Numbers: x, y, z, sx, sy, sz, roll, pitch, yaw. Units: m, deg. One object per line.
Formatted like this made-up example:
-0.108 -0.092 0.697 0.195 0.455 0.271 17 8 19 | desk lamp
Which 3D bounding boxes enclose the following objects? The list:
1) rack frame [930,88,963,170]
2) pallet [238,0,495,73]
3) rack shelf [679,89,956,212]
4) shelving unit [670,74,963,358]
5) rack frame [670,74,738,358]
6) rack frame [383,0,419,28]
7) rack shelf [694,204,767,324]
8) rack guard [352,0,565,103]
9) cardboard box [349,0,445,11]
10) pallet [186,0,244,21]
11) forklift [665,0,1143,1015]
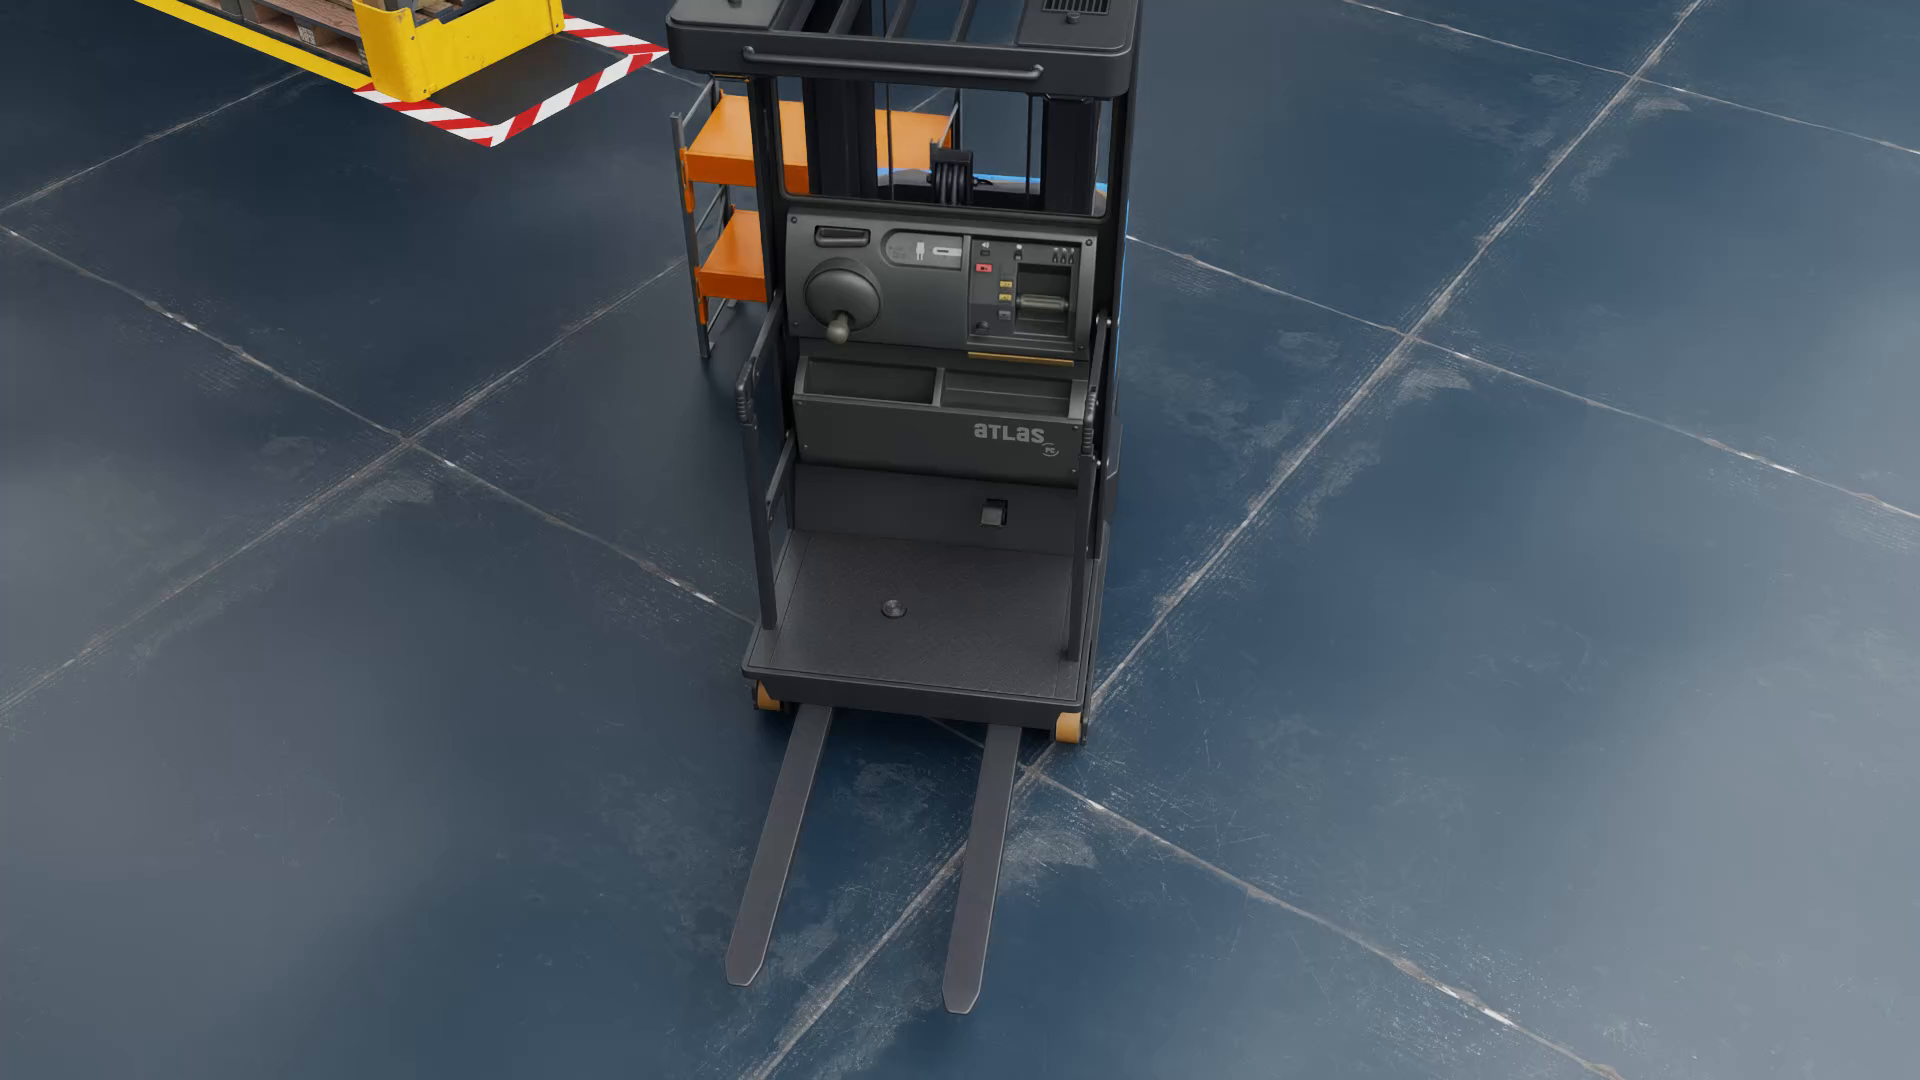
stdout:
-0.052 -1.234 6.785 0.032 1.125 0.500 7 42 8 | rack frame
-3.359 -3.104 9.560 1.213 0.211 1.003 25 48 25 | pallet
-0.551 -1.517 6.663 1.000 0.278 0.538 7 42 8 | rack shelf
-0.551 -1.299 6.858 1.048 1.125 0.538 7 42 8 | shelving unit
-1.050 -1.364 6.931 0.032 1.125 0.500 7 42 8 | rack frame
-2.652 -3.784 8.229 0.127 3.000 1.000 25 48 25 | rack frame
-0.551 -1.117 7.021 1.000 0.278 0.538 7 42 8 | rack shelf
-2.714 -2.881 9.095 0.348 0.500 1.175 25 48 25 | rack guard
-3.154 -3.257 9.200 0.500 0.500 0.500 -33 51 -31 | cardboard box
-4.354 -3.571 10.083 1.213 0.211 1.003 25 48 25 | pallet
-0.091 -0.677 4.809 1.130 2.935 3.031 6 42 6 | forklift
